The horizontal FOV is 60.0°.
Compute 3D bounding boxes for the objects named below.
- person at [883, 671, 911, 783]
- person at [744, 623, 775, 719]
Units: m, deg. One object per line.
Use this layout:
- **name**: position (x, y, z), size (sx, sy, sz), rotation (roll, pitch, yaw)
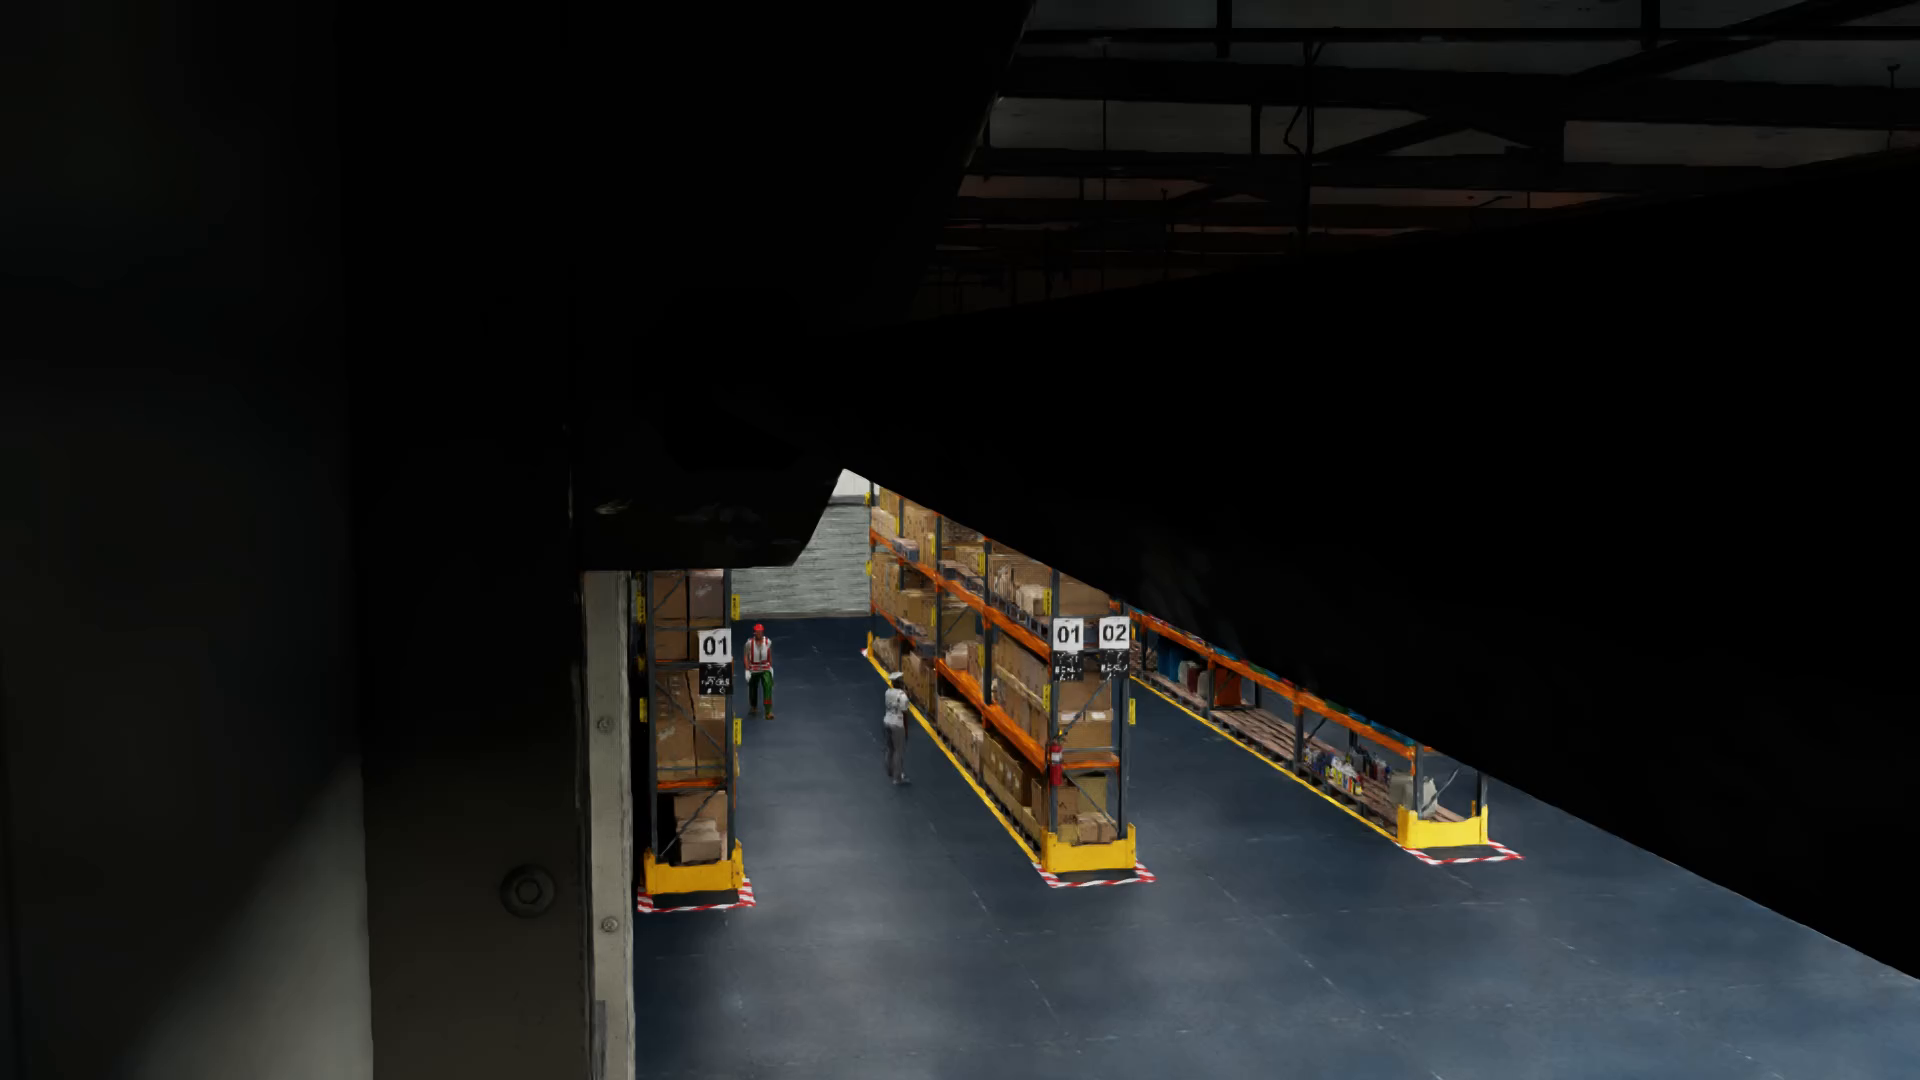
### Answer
- **person**: position (-0.945, 2.842, 25.362), size (0.422, 1.677, 0.502), rotation (-5, 8, -42)
- **person**: position (-3.616, 2.334, 29.966), size (0.555, 1.705, 1.112), rotation (-1, 6, -13)
